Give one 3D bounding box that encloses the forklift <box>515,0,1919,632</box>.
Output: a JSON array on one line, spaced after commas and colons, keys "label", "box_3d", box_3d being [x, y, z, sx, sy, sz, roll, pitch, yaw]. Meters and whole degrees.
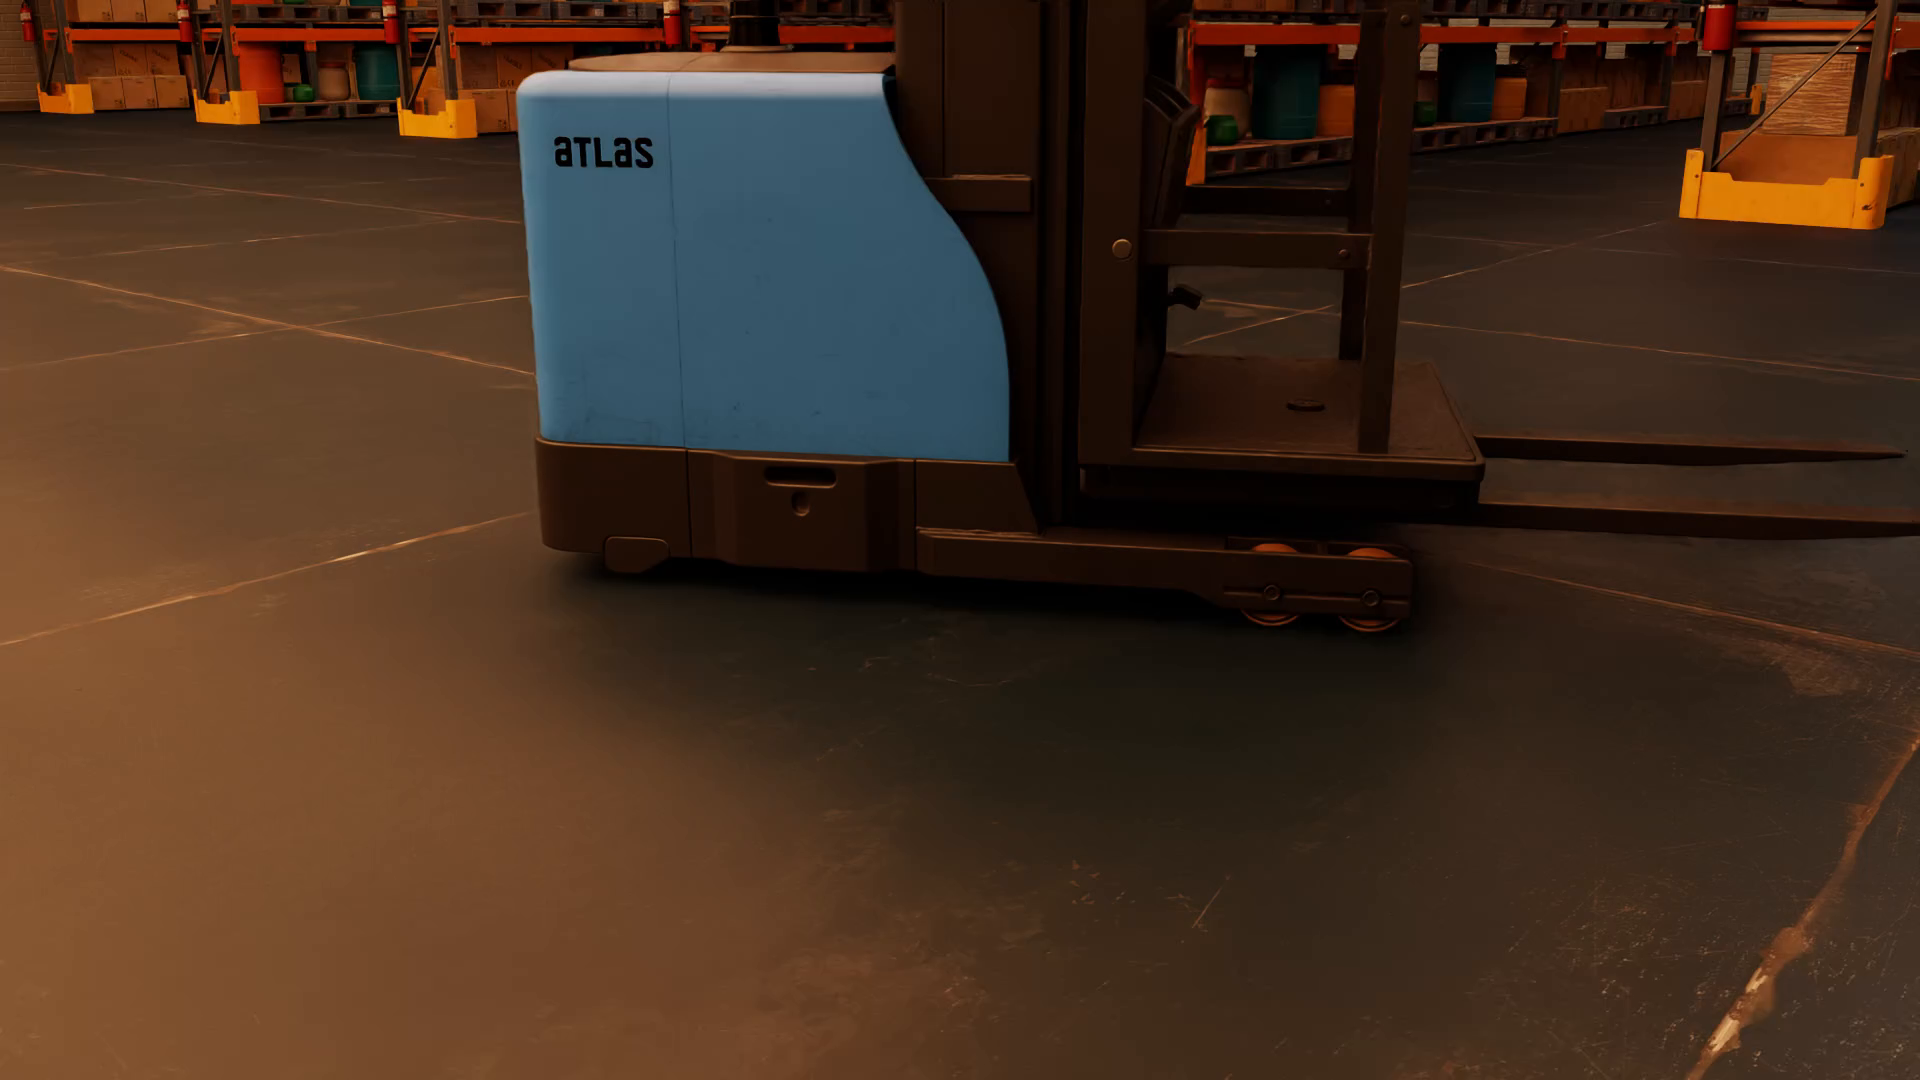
[{"label": "forklift", "box_3d": [0.636, -1.385, 3.458, 3.031, 2.935, 1.130, 3, 17, 10]}]
